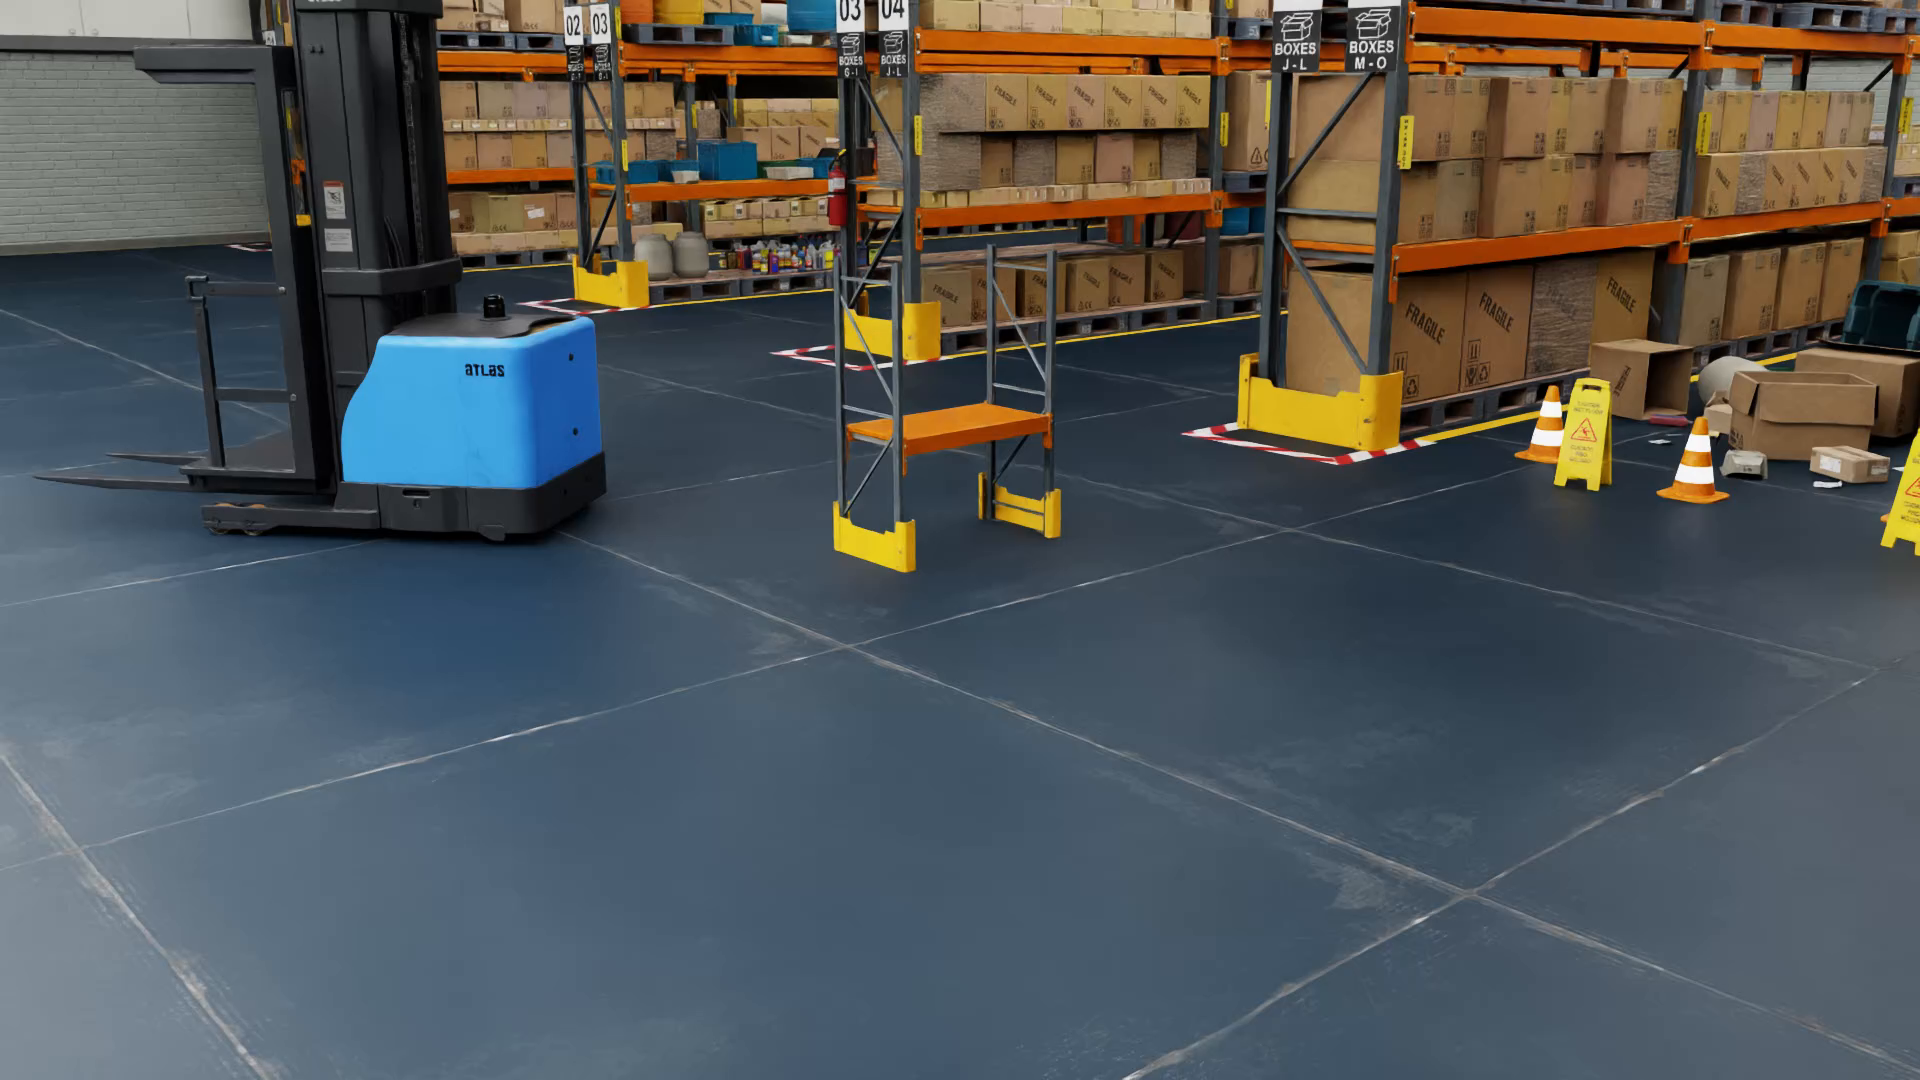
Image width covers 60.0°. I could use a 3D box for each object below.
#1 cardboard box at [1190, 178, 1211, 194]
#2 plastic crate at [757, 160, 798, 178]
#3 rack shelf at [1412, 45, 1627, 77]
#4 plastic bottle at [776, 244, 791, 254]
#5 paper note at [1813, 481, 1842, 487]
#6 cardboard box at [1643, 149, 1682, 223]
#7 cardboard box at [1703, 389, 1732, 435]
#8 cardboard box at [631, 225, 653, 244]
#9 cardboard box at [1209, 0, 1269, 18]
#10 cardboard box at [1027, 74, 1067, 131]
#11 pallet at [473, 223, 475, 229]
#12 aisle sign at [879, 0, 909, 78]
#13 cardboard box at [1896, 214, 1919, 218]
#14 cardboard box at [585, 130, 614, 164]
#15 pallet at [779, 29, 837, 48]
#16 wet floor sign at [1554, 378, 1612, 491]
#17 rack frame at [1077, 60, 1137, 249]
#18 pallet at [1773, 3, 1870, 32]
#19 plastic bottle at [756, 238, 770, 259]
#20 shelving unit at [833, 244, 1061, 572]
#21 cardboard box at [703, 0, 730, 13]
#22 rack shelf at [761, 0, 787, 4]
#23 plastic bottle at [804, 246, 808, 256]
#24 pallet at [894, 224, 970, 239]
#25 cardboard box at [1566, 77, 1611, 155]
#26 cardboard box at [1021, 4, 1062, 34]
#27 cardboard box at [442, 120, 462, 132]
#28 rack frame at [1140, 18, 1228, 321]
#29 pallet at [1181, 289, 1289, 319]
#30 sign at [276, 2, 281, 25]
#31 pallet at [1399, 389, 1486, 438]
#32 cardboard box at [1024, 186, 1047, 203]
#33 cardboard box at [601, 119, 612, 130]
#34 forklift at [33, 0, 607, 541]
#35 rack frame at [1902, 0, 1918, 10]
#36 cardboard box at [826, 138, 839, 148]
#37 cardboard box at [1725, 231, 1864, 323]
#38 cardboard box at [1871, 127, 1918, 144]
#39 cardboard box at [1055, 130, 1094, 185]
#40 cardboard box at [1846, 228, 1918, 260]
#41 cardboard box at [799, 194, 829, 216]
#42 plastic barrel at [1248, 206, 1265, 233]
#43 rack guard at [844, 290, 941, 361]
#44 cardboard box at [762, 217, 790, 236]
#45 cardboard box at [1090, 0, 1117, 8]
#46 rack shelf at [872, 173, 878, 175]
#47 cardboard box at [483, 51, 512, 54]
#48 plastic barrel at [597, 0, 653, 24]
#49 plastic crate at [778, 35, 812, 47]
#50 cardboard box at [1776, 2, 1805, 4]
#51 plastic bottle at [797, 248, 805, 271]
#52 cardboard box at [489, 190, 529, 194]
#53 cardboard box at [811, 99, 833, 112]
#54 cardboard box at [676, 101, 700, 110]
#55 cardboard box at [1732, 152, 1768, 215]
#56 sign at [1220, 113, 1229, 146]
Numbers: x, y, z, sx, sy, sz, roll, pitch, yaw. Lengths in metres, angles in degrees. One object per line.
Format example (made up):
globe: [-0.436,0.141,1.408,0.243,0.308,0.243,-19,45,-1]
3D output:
cardboard box: [2.332,-3.616,16.963,0.250,0.149,0.380,-13,19,-39]
plastic crate: [-2.160,-4.518,20.263,0.662,0.188,0.450,-13,19,-39]
rack shelf: [6.827,-5.949,20.792,4.000,0.370,1.077,-13,19,-39]
plastic bottle: [-2.179,-3.508,20.495,0.135,0.276,0.152,-13,19,-39]
paper note: [5.195,-0.338,9.955,0.148,0.019,0.142,8,17,28]
cardboard box: [5.210,-2.856,13.340,0.550,0.550,0.875,-13,19,-39]
cardboard box: [5.393,-0.878,11.522,0.258,0.266,0.396,-9,17,-30]
cardboard box: [-4.789,-4.431,24.041,0.500,0.250,0.500,-13,19,-39]
cardboard box: [2.721,-5.594,17.052,0.637,0.503,0.797,-14,20,-42]
cardboard box: [0.635,-4.037,15.344,0.500,0.500,0.500,-13,19,-39]
pallet: [-7.937,-5.256,28.020,1.213,0.211,1.003,-13,19,-39]
aisle sign: [-0.566,-4.341,14.151,0.004,0.787,0.394,-13,19,-39]
cardboard box: [10.785,-3.488,18.571,0.500,0.250,0.500,-14,20,-42]
cardboard box: [-5.304,-5.558,23.550,0.500,0.500,0.700,-12,19,-39]
pallet: [-1.430,-6.012,20.000,1.003,0.211,1.213,-13,19,-39]
wet floor sign: [3.741,-0.643,9.908,0.267,0.644,0.232,12,19,37]
rack frame: [2.067,-5.473,23.428,0.127,3.000,1.000,-13,19,-39]
pallet: [7.206,-4.575,14.618,1.213,0.211,1.003,-12,19,-37]
plastic bottle: [-2.435,-3.537,20.459,0.185,0.351,0.144,-12,19,-37]
shelving unit: [-0.058,-0.712,8.508,1.083,1.500,0.587,-13,19,-39]
cardboard box: [-3.708,-7.799,24.347,0.500,0.500,0.500,-12,19,-39]
rack shelf: [-2.927,-10.098,31.287,4.000,0.370,1.077,-13,19,-39]
plastic bottle: [-1.831,-3.437,20.217,0.133,0.283,0.061,-13,19,-39]
pallet: [-0.594,-5.210,27.846,1.213,0.211,1.003,-13,19,-39]
cardboard box: [4.344,-3.206,12.559,0.550,0.550,0.875,-13,19,-39]
cardboard box: [0.578,-4.734,15.137,0.500,0.250,0.500,-13,20,-40]
cardboard box: [-6.779,-5.469,21.962,0.250,0.149,0.380,-13,20,-40]
rack frame: [2.301,-3.831,17.281,0.127,3.000,1.000,-13,19,-39]
pallet: [2.887,-2.616,18.136,1.213,0.211,1.003,-13,19,-39]
sign: [-10.115,-7.813,24.679,0.005,0.325,0.100,-13,19,-39]
pallet: [3.015,-0.974,11.989,1.213,0.211,1.003,-13,19,-39]
cardboard box: [0.594,-3.247,15.581,0.250,0.149,0.380,-13,19,-39]
cardboard box: [-5.032,-5.862,23.434,0.250,0.149,0.380,-13,20,-40]
forklift: [-3.581,-1.571,8.951,3.031,2.935,1.130,2,15,9]
rack frame: [8.498,-6.425,15.365,0.127,3.000,1.000,-13,19,-39]
cardboard box: [-1.983,-6.281,26.626,0.500,0.311,0.500,-13,20,-40]
cardboard box: [7.980,-2.557,16.054,0.750,0.750,1.050,-13,20,-40]
cardboard box: [9.175,-3.982,16.365,0.250,0.149,0.380,-13,20,-41]
cardboard box: [0.805,-3.700,16.021,0.500,0.500,0.875,-13,19,-39]
cardboard box: [9.177,-2.953,16.571,0.500,0.250,0.500,-14,20,-42]
cardboard box: [-2.185,-5.273,26.105,0.500,0.311,0.500,-13,20,-40]
plastic barrel: [4.663,-5.251,25.849,0.708,0.901,0.600,-13,19,-39]
rack guard: [-0.659,-1.959,15.115,0.348,0.500,1.175,-13,19,-39]
cardboard box: [-2.957,-4.830,25.533,0.500,0.250,0.500,-13,20,-41]
cardboard box: [1.255,-5.065,15.606,0.250,0.149,0.380,-12,19,-37]
rack shelf: [0.558,-4.787,22.252,4.000,0.370,1.077,-13,19,-39]
cardboard box: [-7.674,-8.097,27.207,0.500,0.500,0.500,-12,19,-38]
plastic barrel: [-3.685,-6.085,18.258,0.708,0.830,0.600,-13,19,-39]
plastic crate: [-1.896,-5.767,19.225,0.396,0.136,0.243,-13,19,-39]
cardboard box: [7.430,-4.990,15.088,0.500,0.250,0.500,-12,19,-38]
plastic bottle: [-1.909,-3.368,19.982,0.097,0.271,0.097,0,15,0]
cardboard box: [-6.263,-4.641,23.372,0.500,0.500,0.500,-13,19,-39]
cardboard box: [-2.764,-8.257,31.587,0.500,0.250,0.500,-13,20,-40]
cardboard box: [-4.910,-7.854,30.039,0.380,0.149,0.250,12,19,38]
cardboard box: [6.434,-3.019,14.047,0.500,0.500,0.500,-12,19,-39]
sign: [2.663,-4.145,16.779,0.005,0.325,0.100,-13,19,-39]
